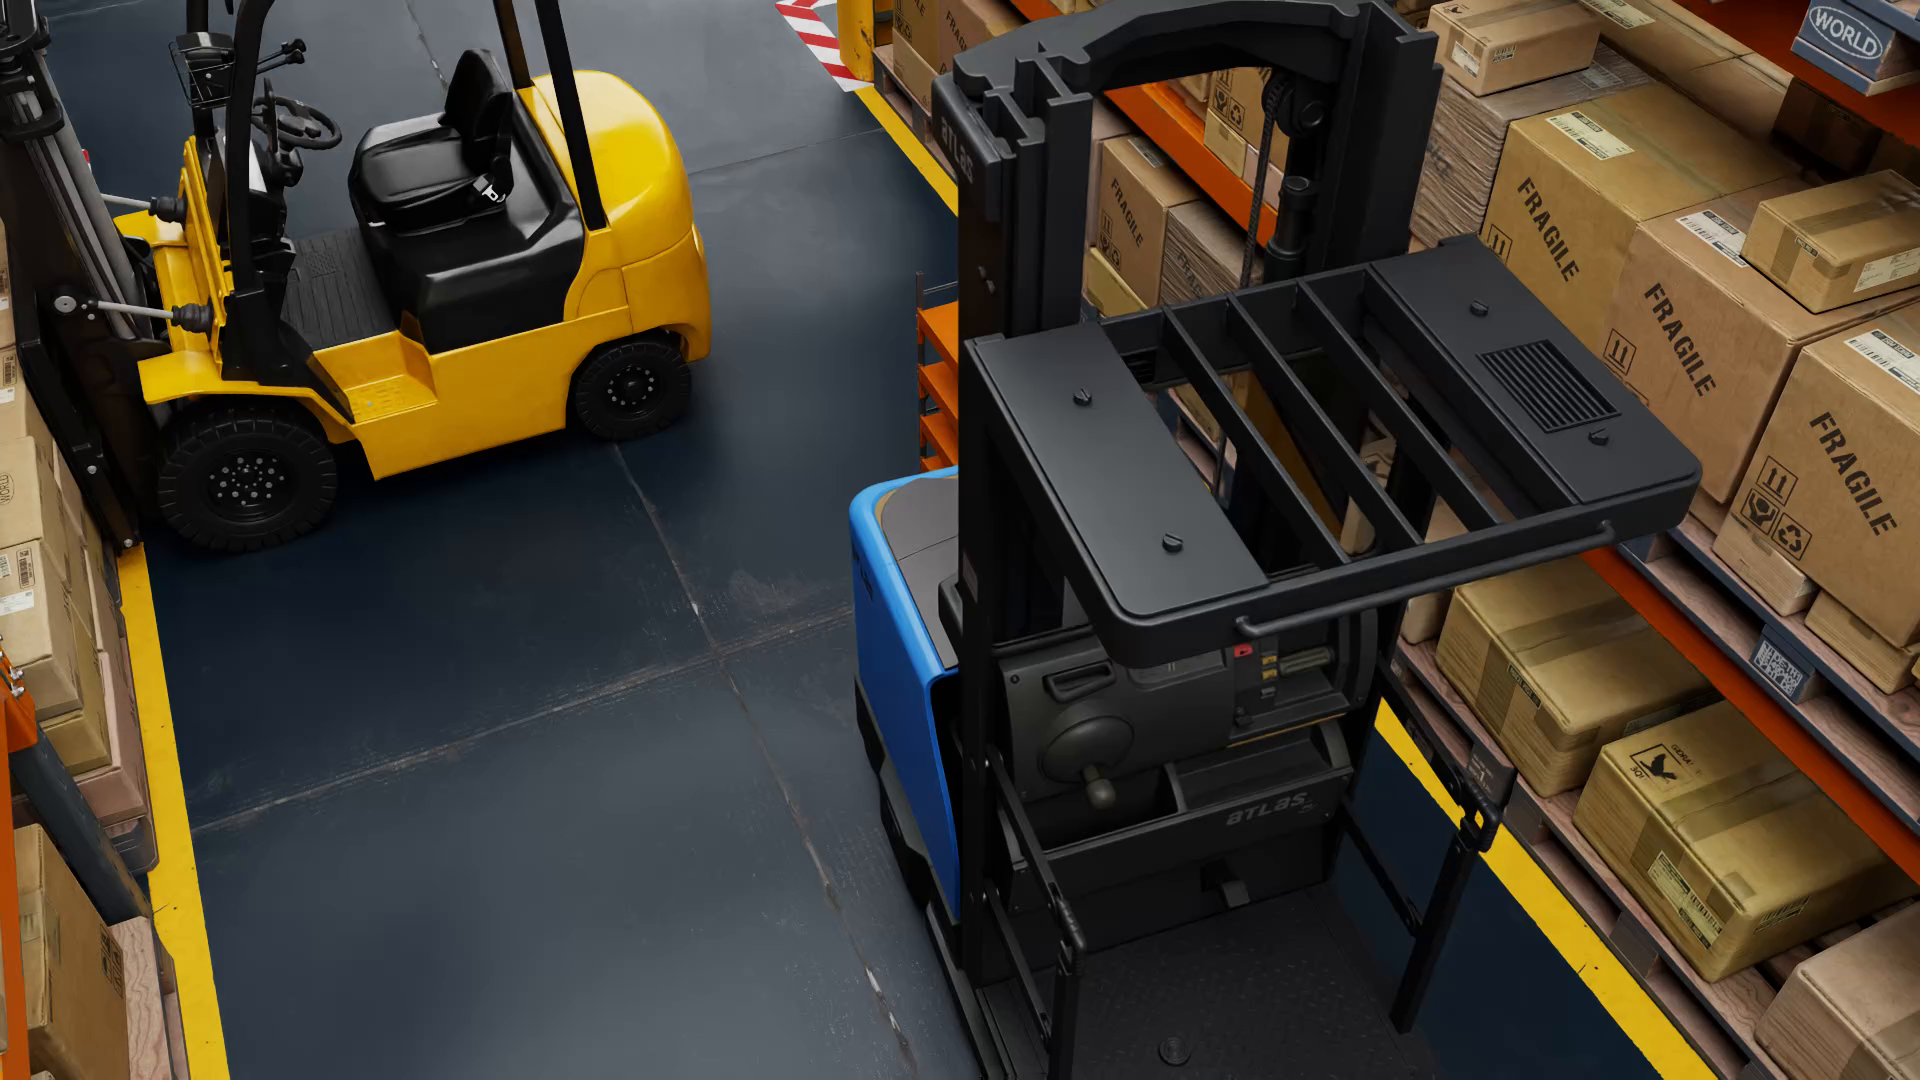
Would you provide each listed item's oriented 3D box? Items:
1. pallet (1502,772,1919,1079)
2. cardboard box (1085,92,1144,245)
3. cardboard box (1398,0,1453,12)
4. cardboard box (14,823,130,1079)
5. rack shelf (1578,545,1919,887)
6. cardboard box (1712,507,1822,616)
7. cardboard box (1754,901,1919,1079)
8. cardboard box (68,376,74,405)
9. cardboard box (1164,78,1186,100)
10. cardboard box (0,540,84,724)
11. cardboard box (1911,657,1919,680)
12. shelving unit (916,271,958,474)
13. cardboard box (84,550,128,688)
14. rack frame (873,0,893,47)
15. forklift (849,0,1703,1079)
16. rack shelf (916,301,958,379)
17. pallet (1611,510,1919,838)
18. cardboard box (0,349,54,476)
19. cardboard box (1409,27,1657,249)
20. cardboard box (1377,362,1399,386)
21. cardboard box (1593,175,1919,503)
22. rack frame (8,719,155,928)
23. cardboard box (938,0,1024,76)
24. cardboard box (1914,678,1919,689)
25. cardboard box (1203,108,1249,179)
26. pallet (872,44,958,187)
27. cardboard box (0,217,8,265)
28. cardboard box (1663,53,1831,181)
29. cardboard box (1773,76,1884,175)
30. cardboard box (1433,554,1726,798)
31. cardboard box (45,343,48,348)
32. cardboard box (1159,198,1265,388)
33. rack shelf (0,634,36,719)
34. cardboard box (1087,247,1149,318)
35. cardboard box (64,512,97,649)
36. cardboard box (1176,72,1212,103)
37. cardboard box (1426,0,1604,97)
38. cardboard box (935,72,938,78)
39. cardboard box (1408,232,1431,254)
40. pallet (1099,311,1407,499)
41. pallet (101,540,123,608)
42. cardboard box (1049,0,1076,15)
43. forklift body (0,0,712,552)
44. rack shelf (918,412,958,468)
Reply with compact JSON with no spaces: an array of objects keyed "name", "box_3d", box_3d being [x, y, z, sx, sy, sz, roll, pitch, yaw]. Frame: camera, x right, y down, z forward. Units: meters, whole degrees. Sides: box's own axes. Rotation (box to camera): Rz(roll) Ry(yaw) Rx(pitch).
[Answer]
[{"name":"pallet","box_3d":[2.437,1.044,5.042,1.003,0.211,1.213,-18,47,-17]},{"name":"cardboard box","box_3d":[0.668,-1.607,6.868,0.500,0.500,0.500,-16,47,-15]},{"name":"cardboard box","box_3d":[1.603,-2.065,5.212,0.700,0.500,0.500,-18,48,-18]},{"name":"cardboard box","box_3d":[-2.681,1.270,4.219,0.875,0.625,0.625,-16,47,-16]},{"name":"rack shelf","box_3d":[2.432,0.307,4.315,1.077,0.370,4.000,-18,47,-17]},{"name":"cardboard box","box_3d":[2.060,0.001,3.993,0.380,0.149,0.250,-16,47,-16]},{"name":"cardboard box","box_3d":[2.727,1.281,4.388,0.950,0.372,0.625,-19,48,-18]},{"name":"cardboard box","box_3d":[-3.467,-0.303,6.080,0.500,0.250,0.500,-17,47,-16]},{"name":"cardboard box","box_3d":[0.938,-1.757,6.074,0.380,0.149,0.250,-19,48,-18]},{"name":"cardboard box","box_3d":[-2.829,0.318,4.739,0.500,0.250,0.500,-19,48,-18]},{"name":"cardboard box","box_3d":[2.389,0.180,3.350,0.500,0.500,0.500,-21,48,-20]},{"name":"shelving unit","box_3d":[0.070,-0.322,5.722,0.258,1.200,0.503,-18,47,-17]},{"name":"cardboard box","box_3d":[-3.041,0.349,5.419,0.500,0.250,0.500,-19,48,-18]},{"name":"rack frame","box_3d":[-0.091,-3.772,7.937,1.000,3.000,0.127,-18,47,-17]},{"name":"forklift","box_3d":[0.617,0.441,3.716,1.130,2.935,3.031,-14,46,-13]},{"name":"rack shelf","box_3d":[0.070,-0.601,5.446,0.258,0.148,0.480,-18,47,-17]},{"name":"pallet","box_3d":[2.404,0.145,4.104,1.003,0.211,1.213,-18,47,-17]},{"name":"cardboard box","box_3d":[-3.255,-0.325,5.390,0.500,0.250,0.500,-17,47,-16]},{"name":"cardboard box","box_3d":[1.528,-1.131,4.678,0.500,0.500,0.500,-17,47,-16]},{"name":"cardboard box","box_3d":[1.588,-0.850,6.634,0.500,0.250,0.500,-20,48,-19]},{"name":"cardboard box","box_3d":[1.935,-0.493,4.032,0.500,0.500,0.500,-18,47,-18]},{"name":"rack frame","box_3d":[-2.911,0.245,3.866,1.000,3.000,0.127,-18,47,-17]},{"name":"cardboard box","box_3d":[0.232,-2.267,7.537,0.500,0.500,0.500,-20,48,-19]},{"name":"cardboard box","box_3d":[2.379,0.298,3.692,0.380,0.149,0.250,-18,47,-17]},{"name":"cardboard box","box_3d":[1.068,-1.405,5.718,0.380,0.149,0.250,-17,47,-17]},{"name":"pallet","box_3d":[0.251,-2.203,8.332,1.003,0.211,1.213,-18,47,-17]},{"name":"cardboard box","box_3d":[-3.675,-0.987,6.061,0.500,0.250,0.500,-17,47,-17]},{"name":"cardboard box","box_3d":[2.203,-0.972,4.517,0.500,0.500,0.500,-18,47,-17]},{"name":"cardboard box","box_3d":[2.292,-1.082,4.167,0.380,0.149,0.250,-19,48,-19]},{"name":"cardboard box","box_3d":[2.119,0.353,5.328,0.950,0.372,0.625,-15,47,-15]},{"name":"cardboard box","box_3d":[-3.460,-0.469,5.893,0.500,0.250,0.500,-18,47,-18]},{"name":"cardboard box","box_3d":[1.099,-0.959,6.211,0.500,0.500,0.500,-19,48,-18]},{"name":"rack shelf","box_3d":[-3.752,-0.773,5.410,1.077,0.370,4.000,-18,47,-17]},{"name":"cardboard box","box_3d":[0.866,-1.028,6.815,0.500,0.250,0.500,-19,48,-18]},{"name":"cardboard box","box_3d":[-3.048,0.177,5.238,0.500,0.250,0.500,-18,47,-18]},{"name":"cardboard box","box_3d":[0.956,-1.900,5.757,0.500,0.500,0.500,-17,47,-16]},{"name":"cardboard box","box_3d":[1.468,-1.341,4.429,0.380,0.149,0.250,-18,47,-18]},{"name":"cardboard box","box_3d":[0.205,-2.020,7.820,0.500,0.250,0.500,-16,47,-16]},{"name":"cardboard box","box_3d":[1.537,-0.838,4.843,0.380,0.149,0.250,-17,47,-17]},{"name":"pallet","box_3d":[1.277,-0.648,6.757,1.003,0.211,1.213,-18,47,-17]},{"name":"pallet","box_3d":[-3.724,-0.060,6.160,1.003,0.211,1.213,-18,47,-17]},{"name":"cardboard box","box_3d":[0.528,-2.220,6.543,0.380,0.149,0.250,-18,47,-17]},{"name":"forklift body","box_3d":[-2.140,-1.332,6.069,2.313,2.155,1.214,-18,47,-17]},{"name":"rack shelf","box_3d":[0.070,-0.274,5.769,0.258,0.148,0.480,-18,47,-17]}]
